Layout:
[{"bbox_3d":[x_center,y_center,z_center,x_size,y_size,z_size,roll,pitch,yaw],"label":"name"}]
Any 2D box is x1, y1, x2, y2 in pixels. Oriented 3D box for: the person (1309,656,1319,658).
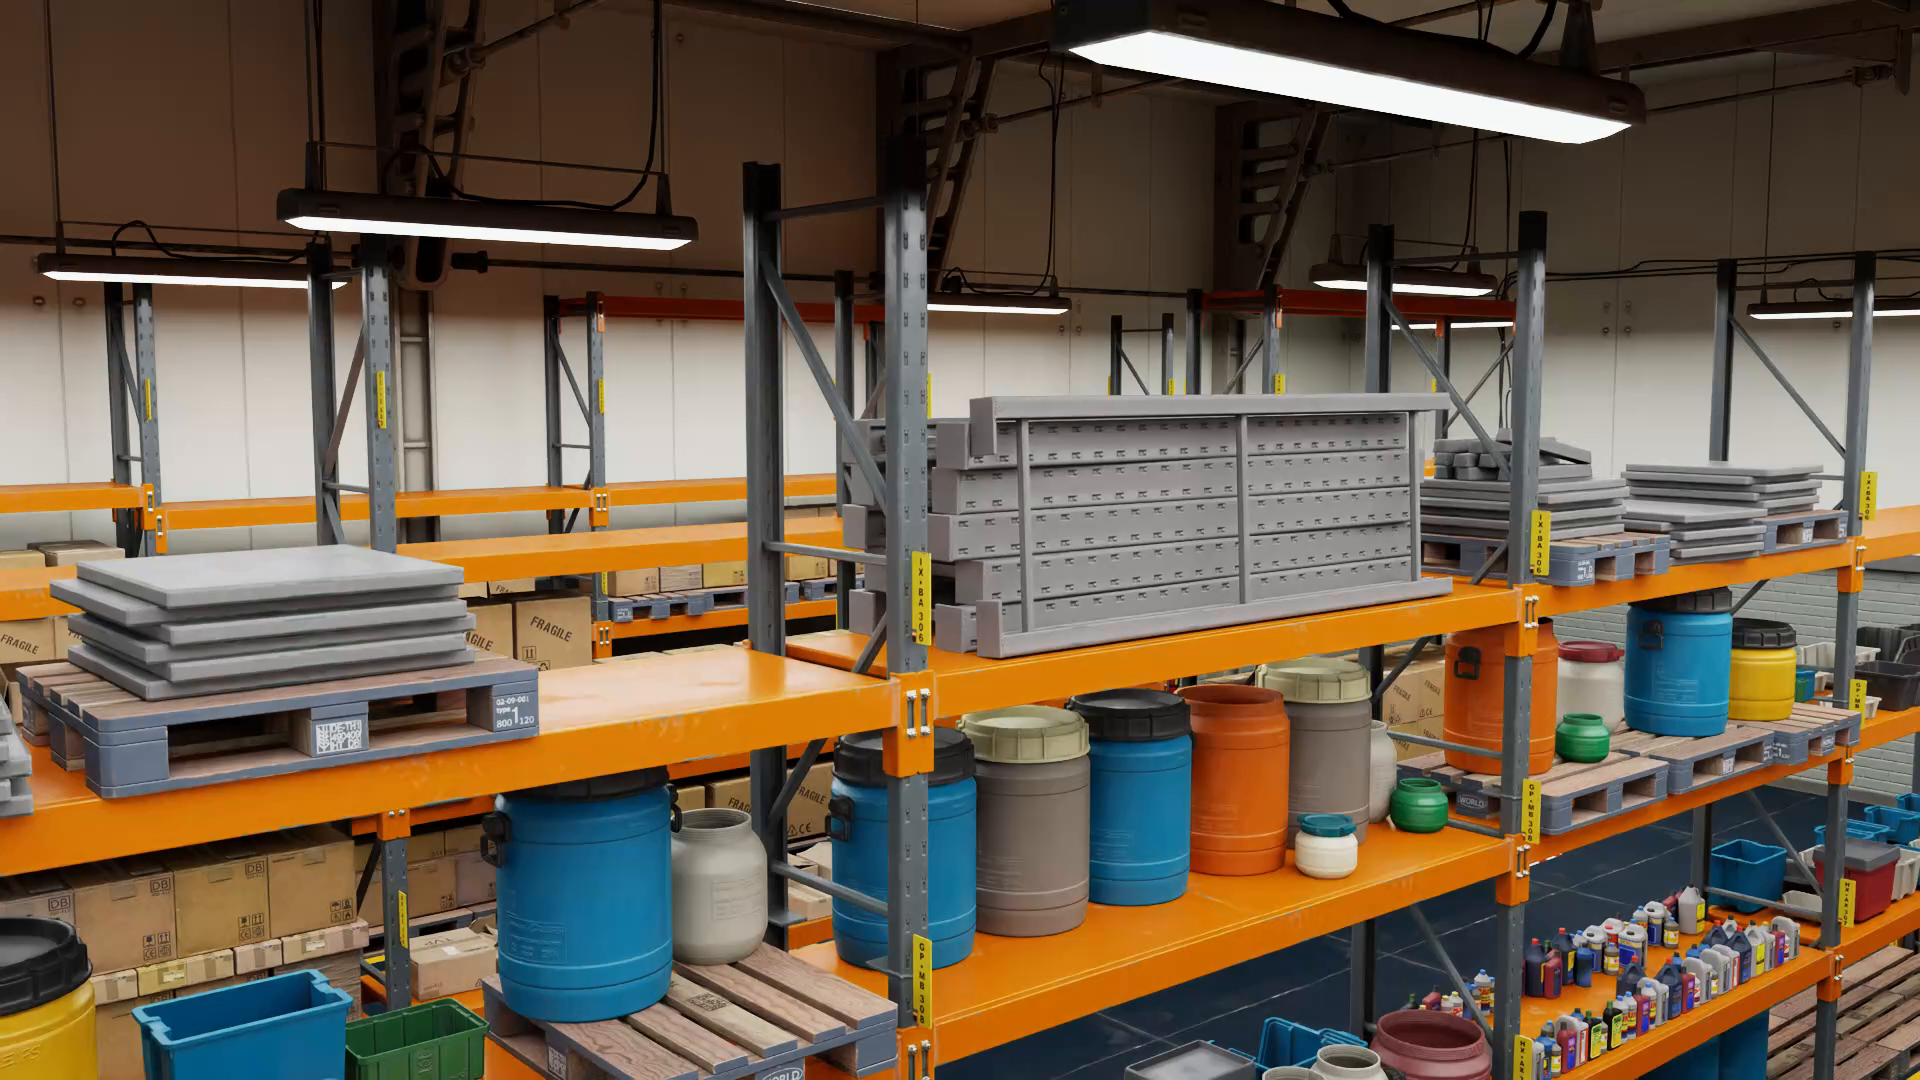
[{"bbox_3d":[4.362,2.287,20.848,0.525,1.719,1.054,5,7,39],"label":"person"}]
